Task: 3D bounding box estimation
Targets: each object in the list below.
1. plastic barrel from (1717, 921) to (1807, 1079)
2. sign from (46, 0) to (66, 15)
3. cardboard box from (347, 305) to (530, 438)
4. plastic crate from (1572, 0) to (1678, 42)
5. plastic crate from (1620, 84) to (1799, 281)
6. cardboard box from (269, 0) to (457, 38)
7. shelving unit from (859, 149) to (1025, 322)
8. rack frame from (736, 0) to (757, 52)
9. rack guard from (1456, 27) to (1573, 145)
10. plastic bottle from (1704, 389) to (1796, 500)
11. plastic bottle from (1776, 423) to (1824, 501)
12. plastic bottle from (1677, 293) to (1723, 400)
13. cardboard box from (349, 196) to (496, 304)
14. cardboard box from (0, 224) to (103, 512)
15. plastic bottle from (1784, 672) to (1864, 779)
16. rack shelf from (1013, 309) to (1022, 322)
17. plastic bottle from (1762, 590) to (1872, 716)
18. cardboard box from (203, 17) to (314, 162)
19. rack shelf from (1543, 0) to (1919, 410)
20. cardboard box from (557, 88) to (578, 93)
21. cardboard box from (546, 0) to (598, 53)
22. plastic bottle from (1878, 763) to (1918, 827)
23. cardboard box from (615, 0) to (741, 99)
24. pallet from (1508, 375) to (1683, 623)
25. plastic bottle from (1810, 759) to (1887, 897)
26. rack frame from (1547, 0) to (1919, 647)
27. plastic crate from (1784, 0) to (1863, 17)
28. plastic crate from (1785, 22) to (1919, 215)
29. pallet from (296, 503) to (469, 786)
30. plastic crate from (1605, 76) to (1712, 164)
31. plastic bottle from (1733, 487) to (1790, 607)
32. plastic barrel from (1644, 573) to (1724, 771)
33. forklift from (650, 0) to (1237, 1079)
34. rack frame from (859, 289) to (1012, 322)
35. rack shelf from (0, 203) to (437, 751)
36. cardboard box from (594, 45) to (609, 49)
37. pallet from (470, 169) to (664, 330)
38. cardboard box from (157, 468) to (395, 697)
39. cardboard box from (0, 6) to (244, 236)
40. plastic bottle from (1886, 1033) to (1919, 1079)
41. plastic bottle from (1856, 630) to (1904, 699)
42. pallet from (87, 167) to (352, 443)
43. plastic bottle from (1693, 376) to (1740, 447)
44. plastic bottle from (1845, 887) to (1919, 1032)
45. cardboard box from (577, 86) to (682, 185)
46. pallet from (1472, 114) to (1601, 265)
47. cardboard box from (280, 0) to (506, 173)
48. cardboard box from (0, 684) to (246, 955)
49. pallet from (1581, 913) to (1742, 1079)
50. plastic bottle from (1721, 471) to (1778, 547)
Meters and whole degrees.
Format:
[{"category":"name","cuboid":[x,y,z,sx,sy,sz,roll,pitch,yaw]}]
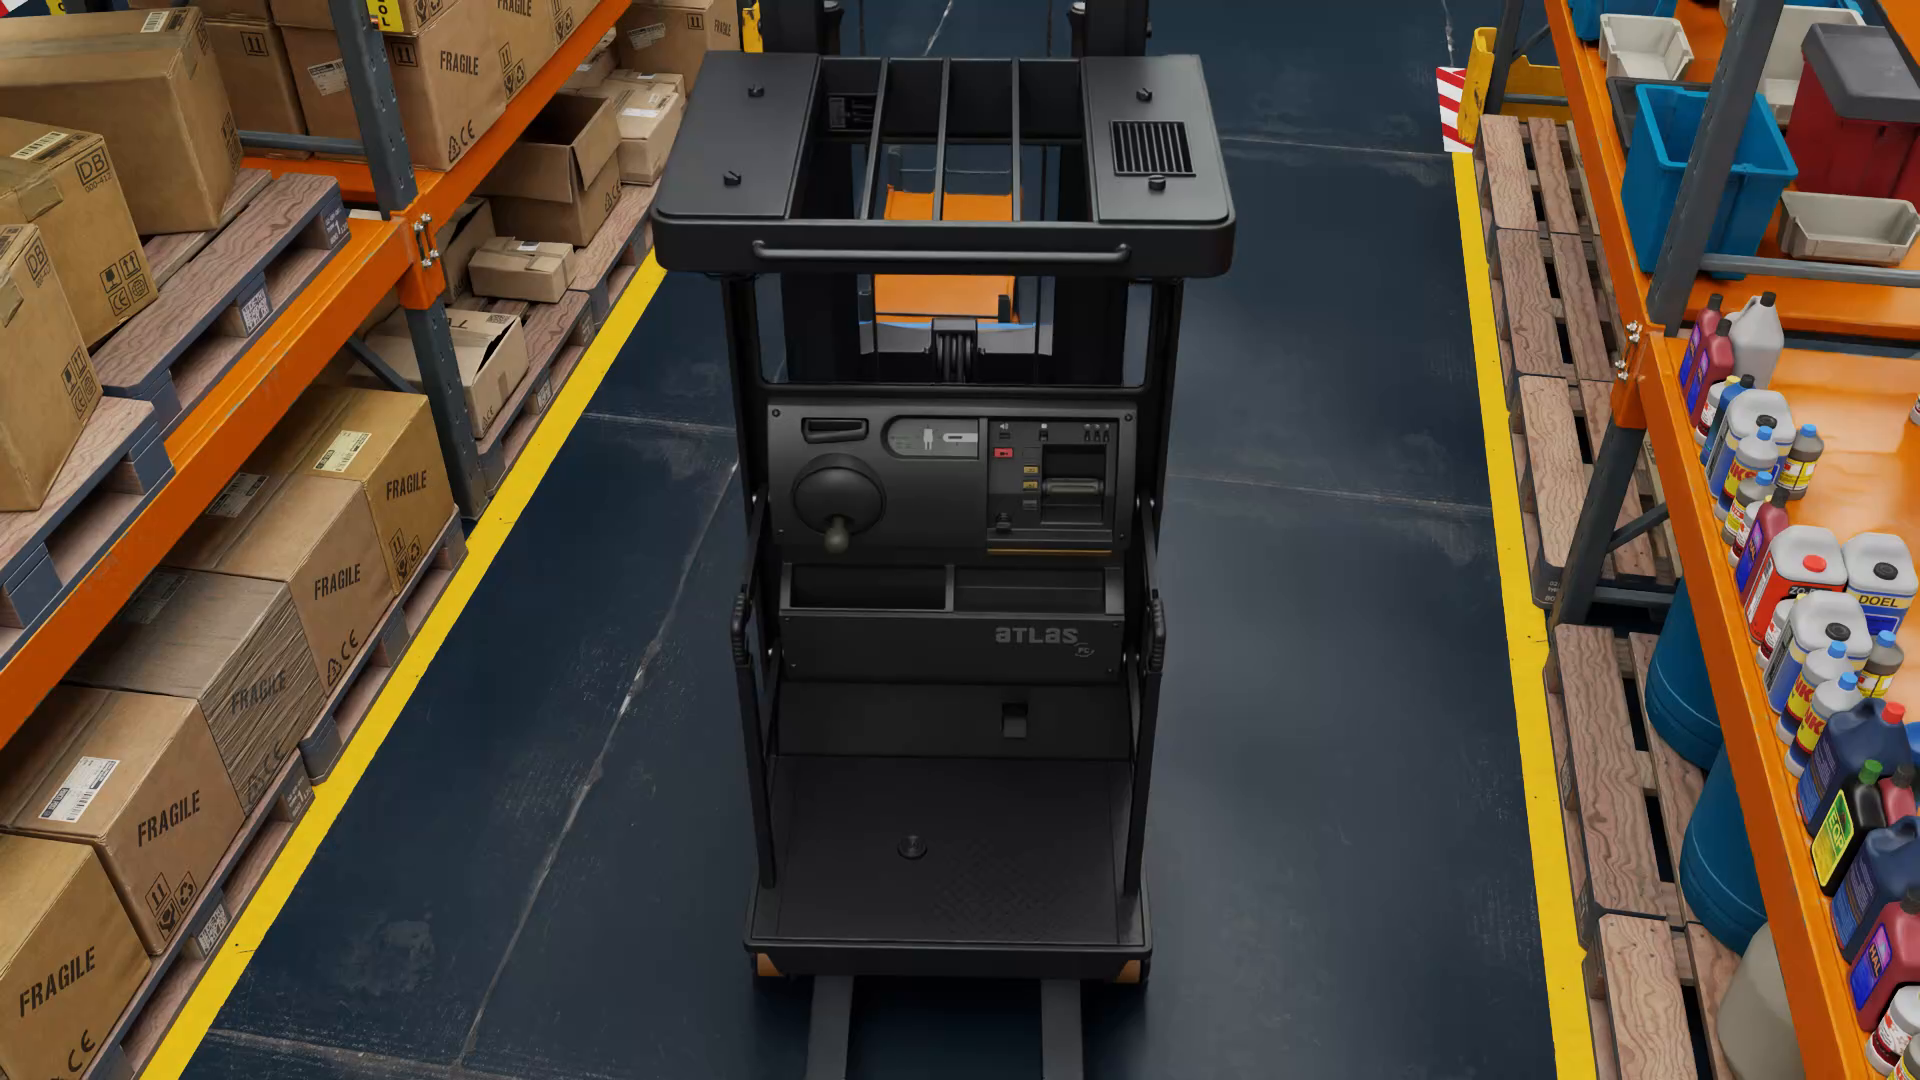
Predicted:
[{"category":"plastic barrel","cuboid":[2.142,1.158,4.118,0.421,0.512,0.421,0,40,0]},{"category":"sign","cuboid":[-2.853,-1.704,5.278,0.100,0.325,0.005,6,40,8]},{"category":"cardboard box","cuboid":[-2.031,-0.688,6.493,0.500,0.311,0.500,6,40,8]},{"category":"plastic crate","cuboid":[2.606,-2.103,6.523,0.416,0.233,0.300,6,40,8]},{"category":"plastic crate","cuboid":[2.306,-1.114,5.209,0.392,0.384,0.575,6,40,8]},{"category":"cardboard box","cuboid":[-1.958,-2.004,5.457,0.500,0.500,0.500,7,40,9]},{"category":"shelving unit","cuboid":[-0.050,-0.700,6.214,0.538,1.125,1.048,2,40,3]},{"category":"rack frame","cuboid":[-1.625,-3.826,8.523,1.000,3.000,0.127,6,40,8]},{"category":"rack guard","cuboid":[3.245,-2.330,8.676,1.175,0.500,0.348,6,40,8]},{"category":"plastic bottle","cuboid":[2.042,-0.241,4.285,0.152,0.276,0.135,6,40,8]},{"category":"plastic bottle","cuboid":[2.168,-0.210,4.306,0.097,0.201,0.097,0,40,0]},{"category":"plastic bottle","cuboid":[2.077,-0.539,4.639,0.061,0.283,0.133,6,40,8]},{"category":"cardboard box","cuboid":[-2.368,-1.308,7.243,0.500,0.311,0.500,6,40,8]},{"category":"cardboard box","cuboid":[-2.562,-0.400,3.972,0.700,0.500,0.500,-3,40,-4]},{"category":"plastic bottle","cuboid":[1.841,0.389,3.527,0.097,0.271,0.097,0,40,0]},{"category":"rack shelf","cuboid":[-0.050,-0.511,6.369,0.538,0.278,1.000,2,40,3]},{"category":"plastic bottle","cuboid":[1.905,0.256,3.684,0.152,0.276,0.135,6,40,8]},{"category":"cardboard box","cuboid":[-2.483,-1.696,5.869,0.500,0.500,0.500,7,40,8]},{"category":"rack shelf","cuboid":[2.907,-1.745,6.571,1.077,0.370,4.000,6,40,8]},{"category":"cardboard box","cuboid":[-2.171,-1.998,8.125,0.500,0.250,0.500,6,40,8]},{"category":"cardboard box","cuboid":[-1.786,-2.279,6.574,0.500,0.500,0.500,6,40,7]},{"category":"plastic bottle","cuboid":[1.831,0.577,3.289,0.061,0.283,0.133,6,40,8]},{"category":"cardboard box","cuboid":[-1.476,-2.664,8.734,0.500,0.500,0.500,6,40,8]},{"category":"pallet","cuboid":[2.650,-0.158,6.275,1.003,0.211,1.213,6,40,8]},{"category":"plastic bottle","cuboid":[1.772,0.570,3.298,0.061,0.283,0.133,6,40,8]},{"category":"rack frame","cuboid":[2.561,-0.767,4.824,1.000,3.000,0.127,6,40,8]},{"category":"plastic crate","cuboid":[3.150,-1.919,6.301,0.416,0.233,0.300,6,40,8]},{"category":"plastic crate","cuboid":[2.963,-1.347,5.428,0.402,0.464,0.583,6,40,8]},{"category":"pallet","cuboid":[-2.420,0.274,5.753,1.003,0.211,1.213,6,40,8]},{"category":"plastic crate","cuboid":[2.490,-1.416,5.778,0.437,0.125,0.590,6,40,8]},{"category":"plastic bottle","cuboid":[1.924,0.018,3.965,0.061,0.283,0.133,6,40,8]},{"category":"plastic barrel","cuboid":[2.450,0.219,4.948,0.600,0.901,0.708,6,40,8]},{"category":"forklift","cuboid":[-0.024,-0.080,4.047,1.130,2.935,3.031,1,40,1]},{"category":"rack frame","cuboid":[-0.081,-0.376,5.822,0.500,1.125,0.032,2,40,3]},{"category":"rack shelf","cuboid":[-2.663,0.217,4.198,1.077,0.370,4.000,6,40,8]},{"category":"cardboard box","cuboid":[-2.079,-2.522,8.824,0.380,0.166,0.250,6,40,8]},{"category":"pallet","cuboid":[-1.988,-1.439,7.826,1.003,0.211,1.213,6,40,8]},{"category":"cardboard box","cuboid":[-2.214,0.129,5.356,0.500,0.500,0.500,7,40,8]},{"category":"cardboard box","cuboid":[-2.619,-1.243,4.992,0.700,0.500,0.500,-6,40,-7]},{"category":"plastic bottle","cuboid":[1.698,0.937,2.918,0.097,0.201,0.097,0,40,0]},{"category":"plastic bottle","cuboid":[2.031,0.287,3.705,0.097,0.201,0.097,0,40,0]},{"category":"pallet","cuboid":[-2.563,-0.752,4.956,1.003,0.211,1.213,6,40,8]},{"category":"plastic bottle","cuboid":[2.052,-0.349,4.474,0.097,0.201,0.097,0,40,0]},{"category":"plastic bottle","cuboid":[1.716,0.770,3.056,0.061,0.283,0.133,6,40,8]},{"category":"cardboard box","cuboid":[-1.670,-1.974,8.097,0.500,0.250,0.500,6,40,8]},{"category":"pallet","cuboid":[3.072,-1.689,8.128,1.003,0.211,1.213,6,40,8]},{"category":"cardboard box","cuboid":[-1.960,-1.644,5.806,0.500,0.500,0.500,7,40,9]},{"category":"cardboard box","cuboid":[-2.387,0.763,4.589,0.500,0.500,0.500,5,40,6]},{"category":"pallet","cuboid":[2.178,1.555,4.203,1.003,0.211,1.213,6,40,8]},{"category":"plastic bottle","cuboid":[1.978,-0.081,4.150,0.097,0.201,0.097,0,40,0]}]
